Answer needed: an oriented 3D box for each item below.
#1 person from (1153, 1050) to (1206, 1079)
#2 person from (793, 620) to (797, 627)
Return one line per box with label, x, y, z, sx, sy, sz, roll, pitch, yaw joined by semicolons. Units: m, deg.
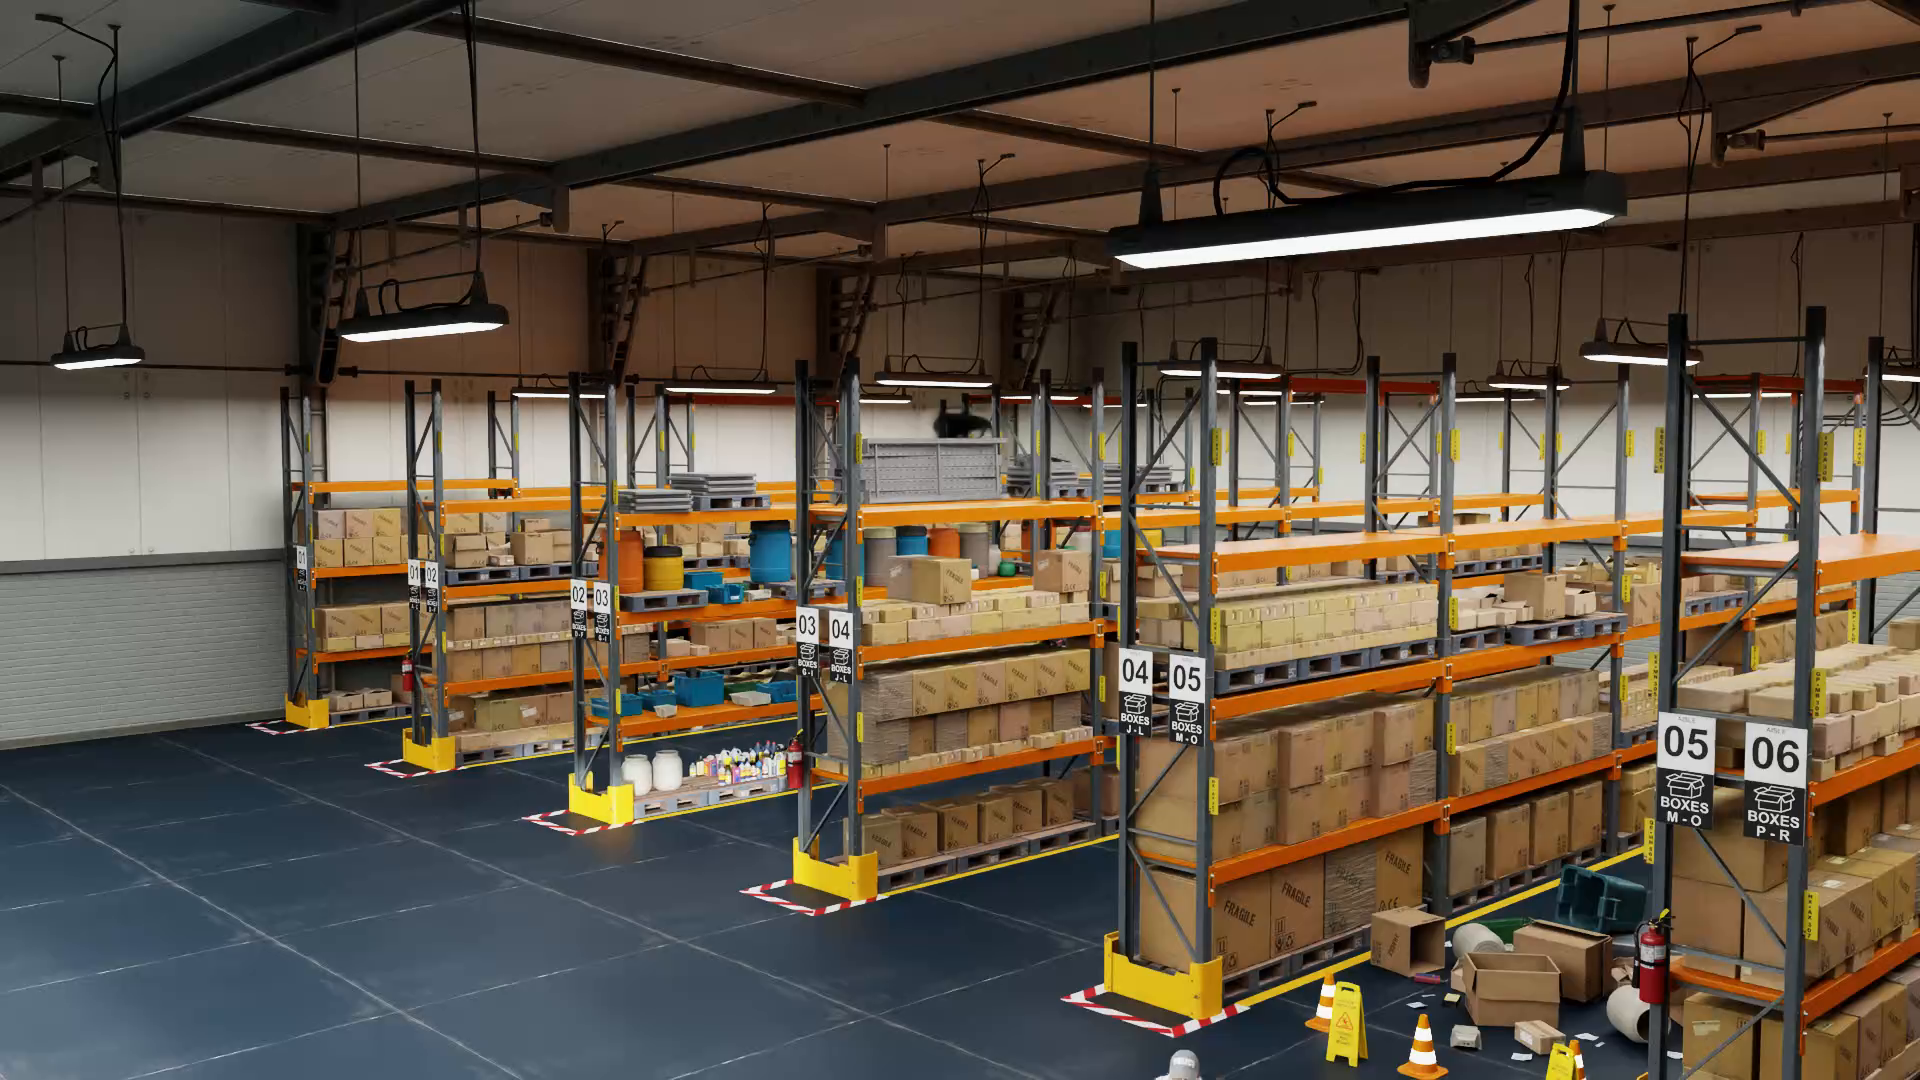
person;1.379;3.758;9.970;0.606;1.618;0.893;1;4;11
person;-3.055;2.170;32.947;0.683;1.819;0.775;3;5;41
